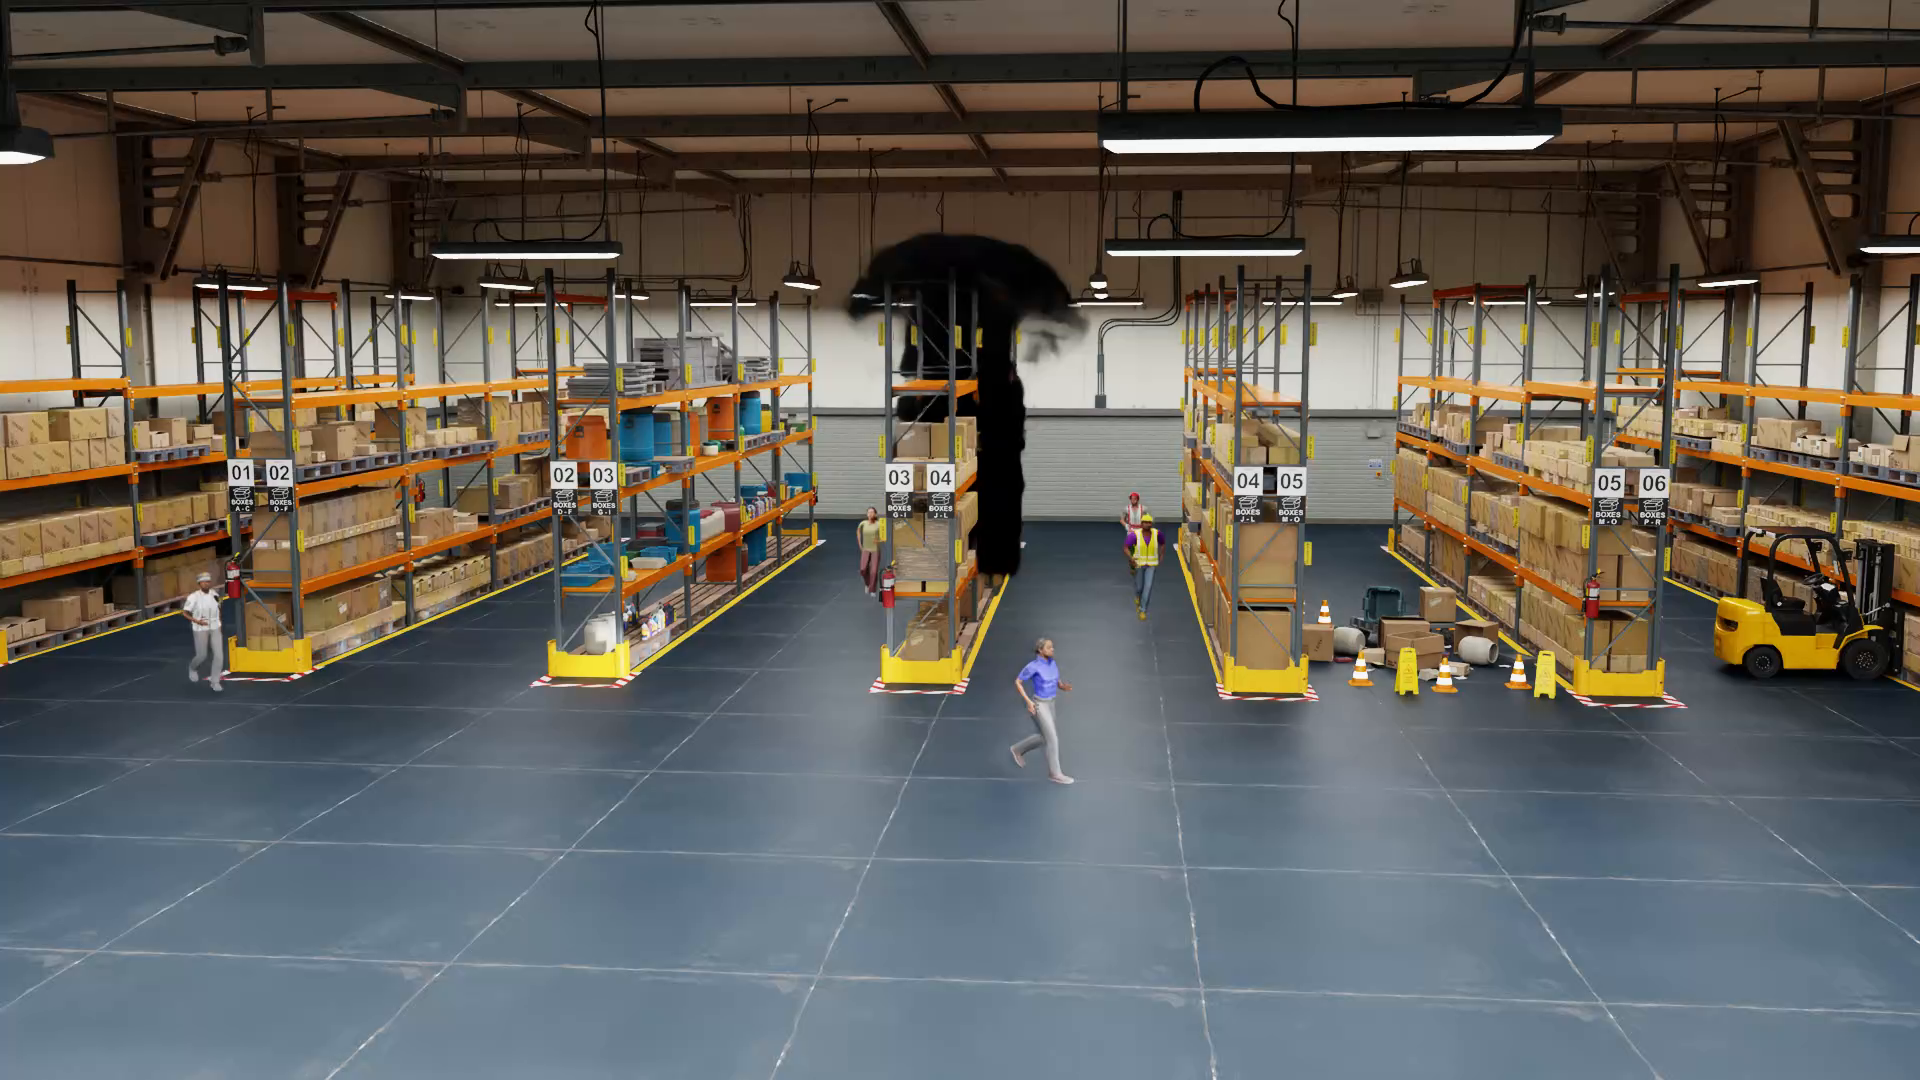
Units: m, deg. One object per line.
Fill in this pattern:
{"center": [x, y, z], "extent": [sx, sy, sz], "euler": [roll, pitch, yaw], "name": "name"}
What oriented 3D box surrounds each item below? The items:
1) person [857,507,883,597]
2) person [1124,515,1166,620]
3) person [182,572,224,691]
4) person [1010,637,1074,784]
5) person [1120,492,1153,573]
{"center": [-1.616, 0.227, 30.283], "extent": [0.624, 1.663, 0.478], "euler": [1, 7, 10], "name": "person"}
{"center": [3.140, 0.430, 28.240], "extent": [0.727, 1.760, 0.849], "euler": [0, 7, -1], "name": "person"}
{"center": [-10.815, 1.304, 23.811], "extent": [0.718, 1.711, 0.584], "euler": [6, 9, 43], "name": "person"}
{"center": [0.909, 1.904, 18.795], "extent": [0.846, 1.627, 0.578], "euler": [5, 8, 34], "name": "person"}
{"center": [3.710, -0.125, 35.052], "extent": [0.673, 1.751, 0.656], "euler": [1, 7, 10], "name": "person"}
